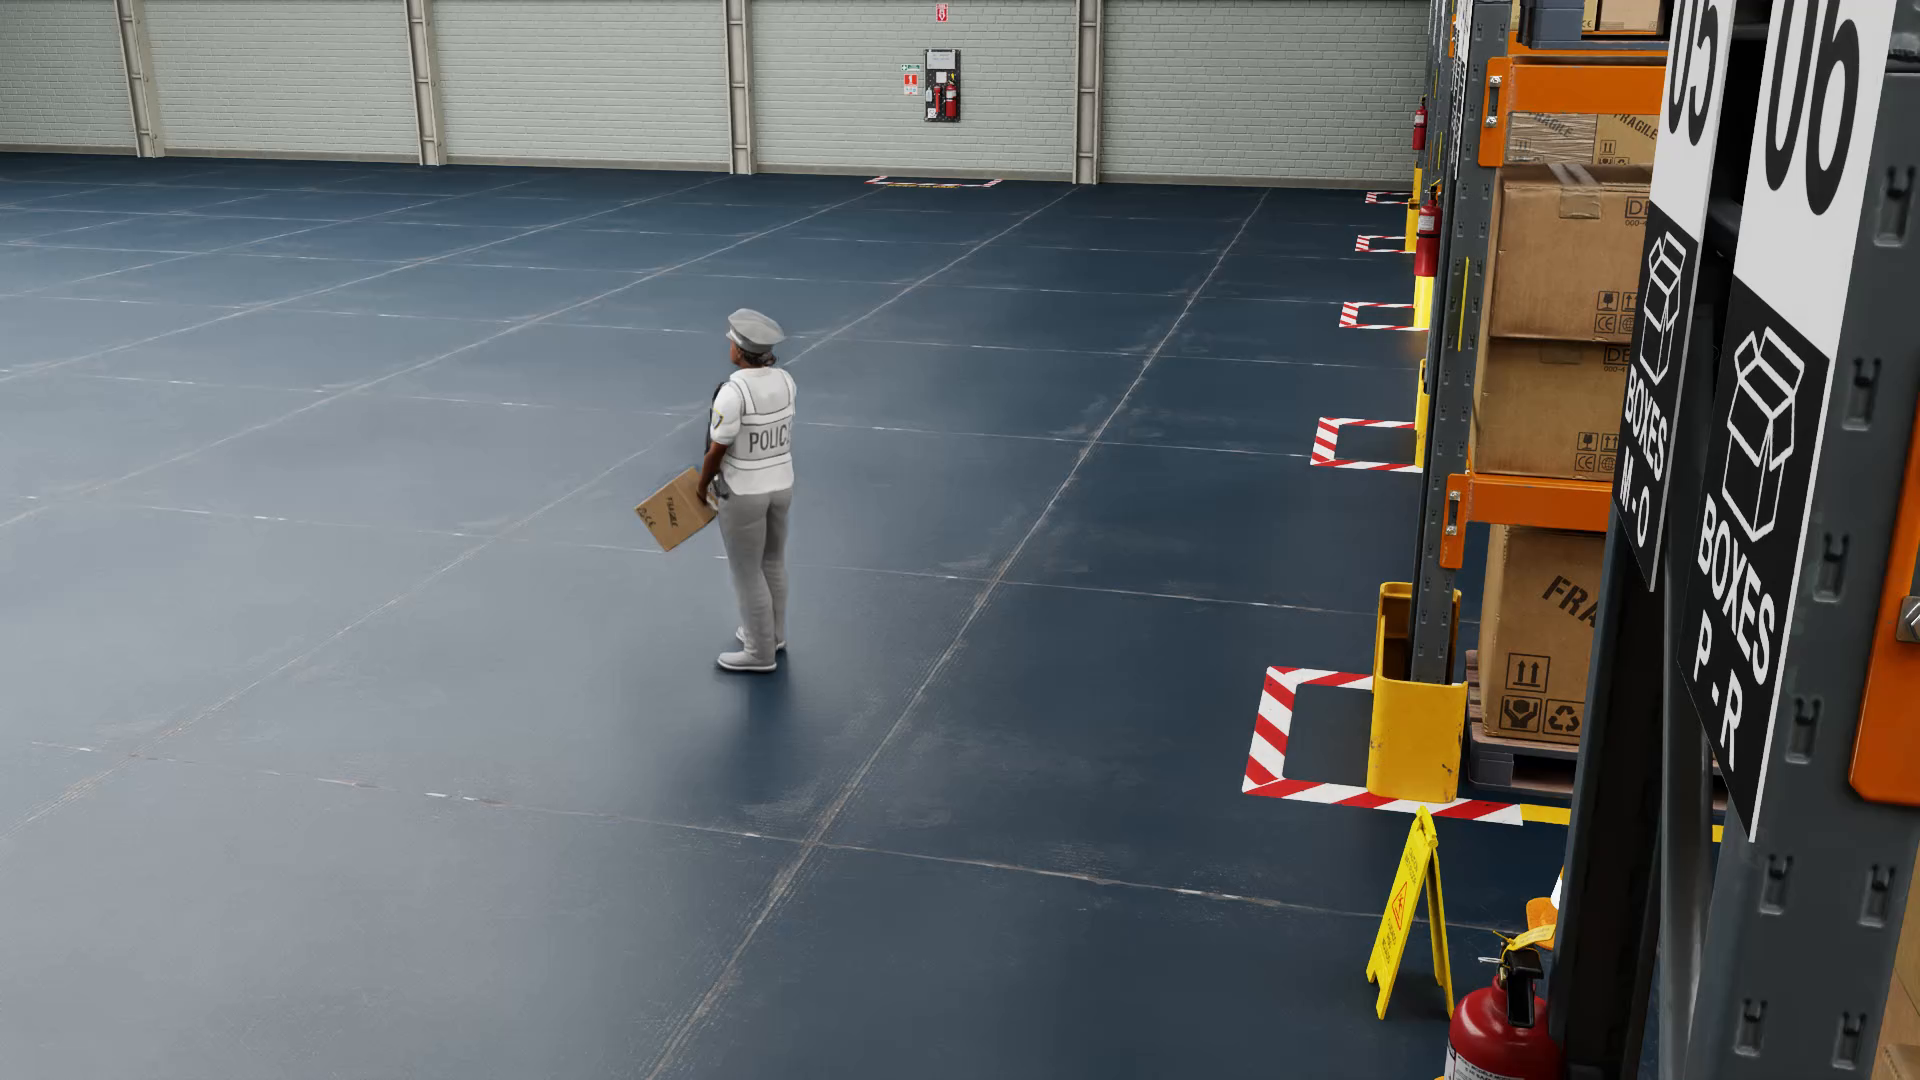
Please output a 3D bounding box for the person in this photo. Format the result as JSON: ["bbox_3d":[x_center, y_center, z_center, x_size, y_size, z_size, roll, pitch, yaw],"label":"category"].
[{"bbox_3d":[-1.005,-0.234,7.688,0.514,1.697,0.488,15,23,38],"label":"person"}]
